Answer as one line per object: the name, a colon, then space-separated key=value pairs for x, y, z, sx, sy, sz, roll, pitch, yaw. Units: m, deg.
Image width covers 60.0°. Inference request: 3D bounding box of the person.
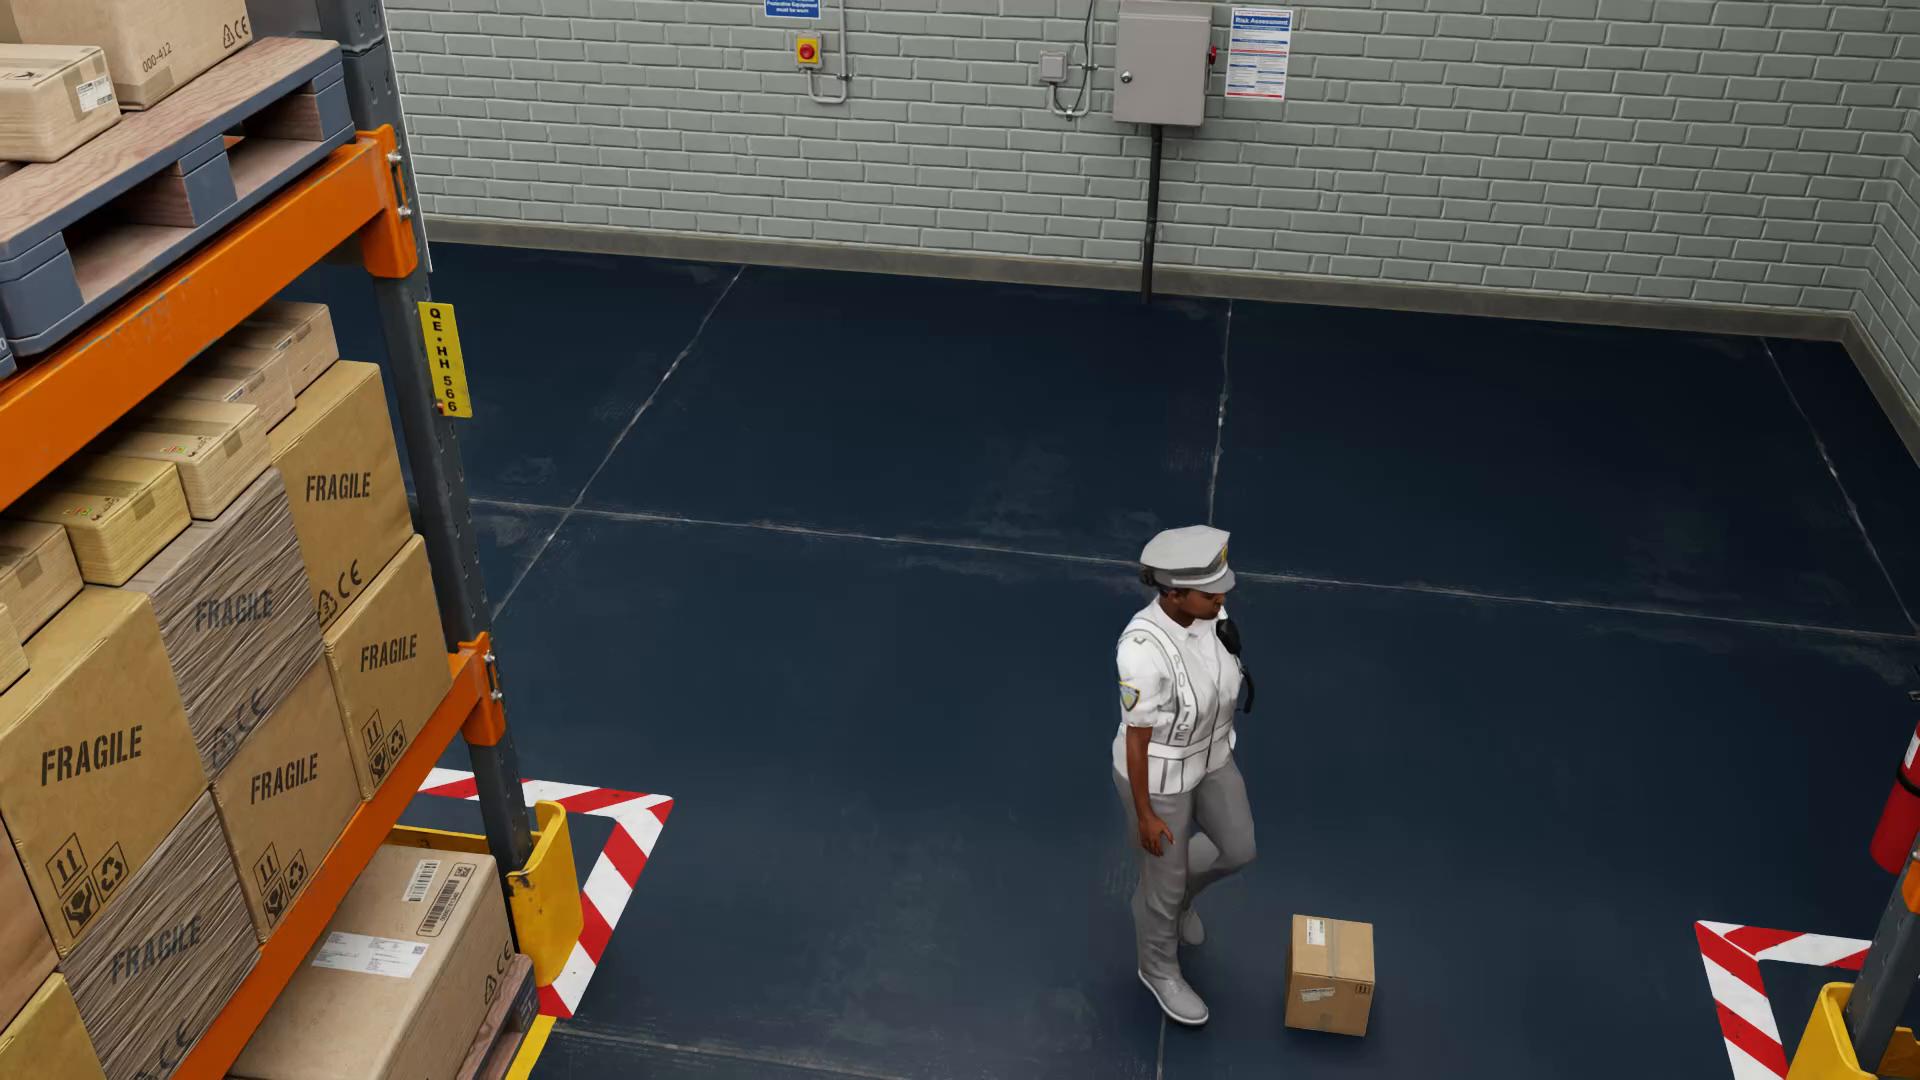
person: x=0.687 y=0.724 z=5.013 sx=0.470 sy=1.701 sz=0.449 roll=-28 pitch=42 yaw=-36
